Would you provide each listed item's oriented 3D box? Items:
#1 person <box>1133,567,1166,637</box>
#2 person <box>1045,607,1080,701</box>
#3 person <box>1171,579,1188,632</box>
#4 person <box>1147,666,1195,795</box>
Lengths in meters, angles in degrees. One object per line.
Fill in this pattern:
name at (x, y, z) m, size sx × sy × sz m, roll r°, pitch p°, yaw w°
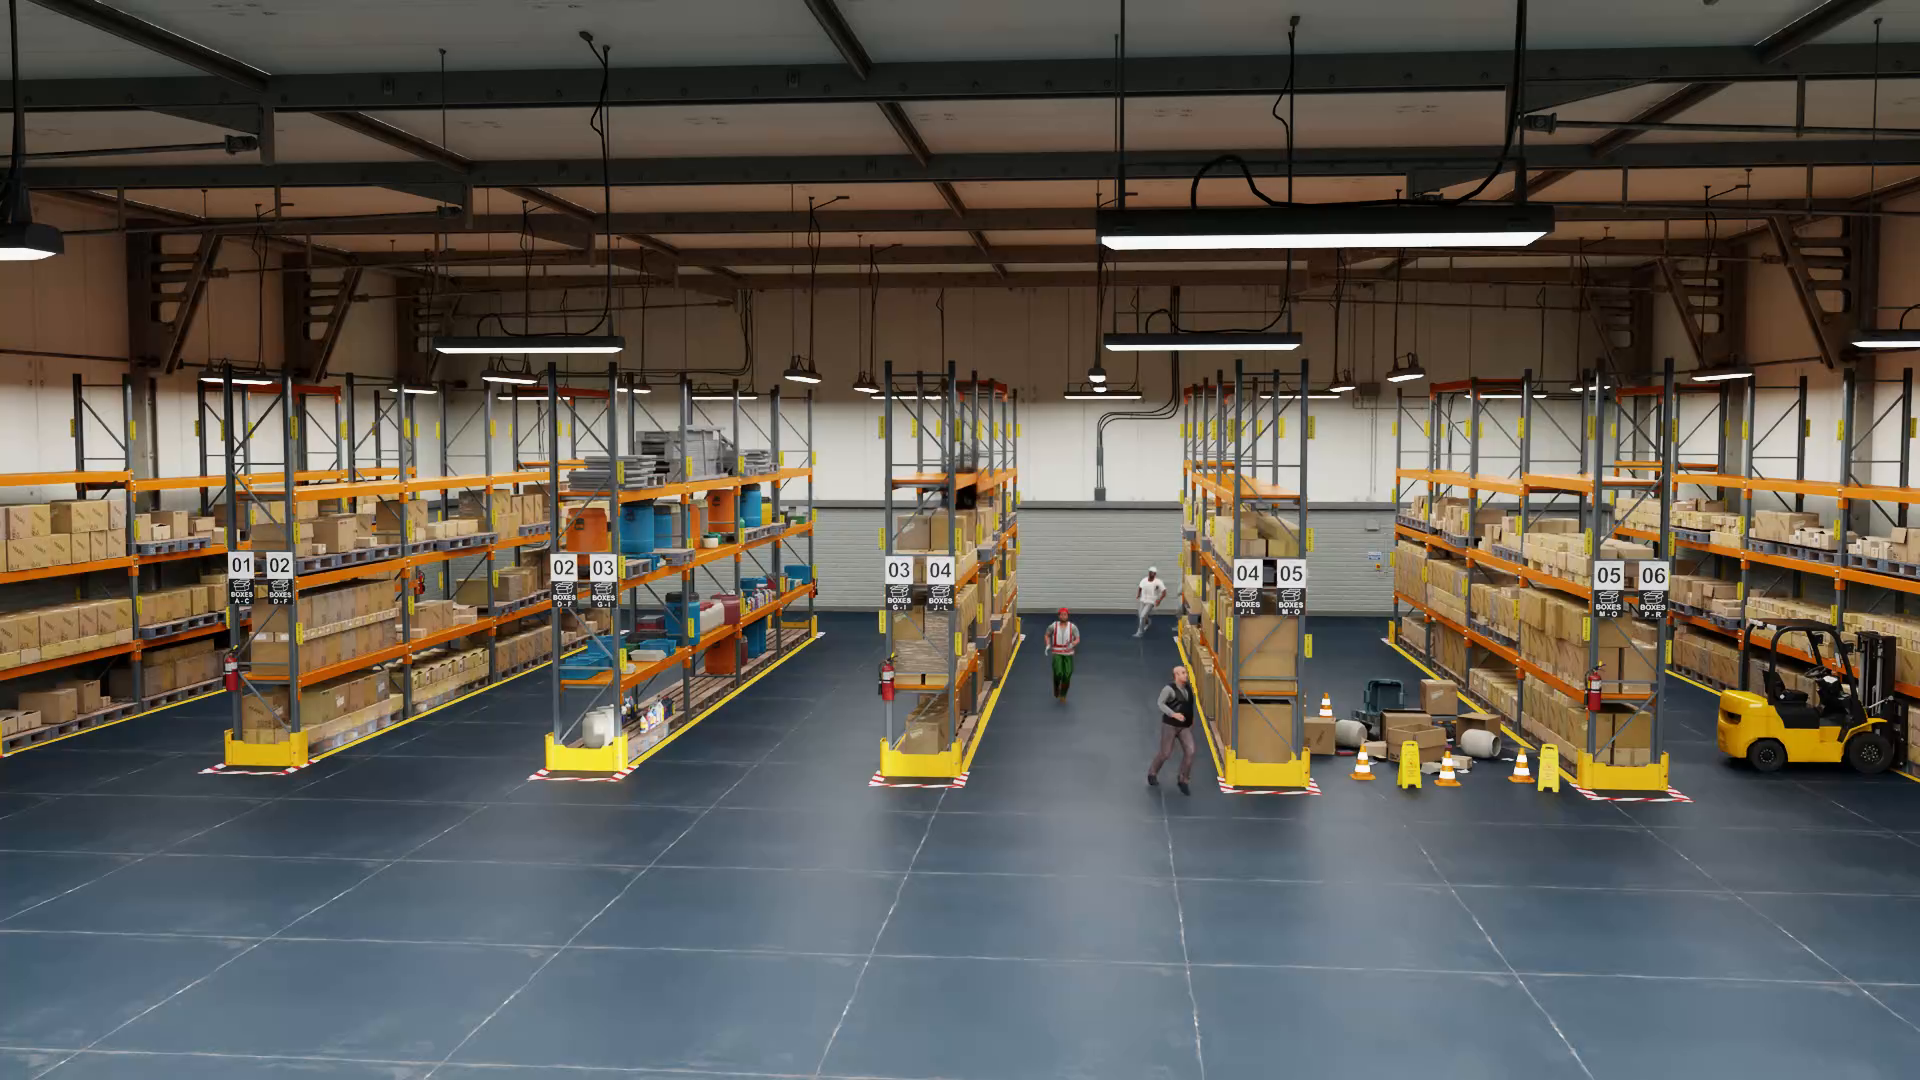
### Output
person at (4.597, 1.500, 40.301) m, size 0.757 × 1.710 × 0.782 m, roll 3°, pitch 5°, yaw 38°
person at (1.892, 2.111, 30.578) m, size 0.646 × 1.744 × 0.597 m, roll 0°, pitch 4°, yaw 0°
person at (5.544, 1.500, 40.883) m, size 1.012 × 1.618 × 0.737 m, roll 2°, pitch 4°, yaw 31°
person at (3.033, 2.630, 23.191) m, size 0.705 × 1.748 × 0.784 m, roll -2°, pitch 4°, yaw -30°
